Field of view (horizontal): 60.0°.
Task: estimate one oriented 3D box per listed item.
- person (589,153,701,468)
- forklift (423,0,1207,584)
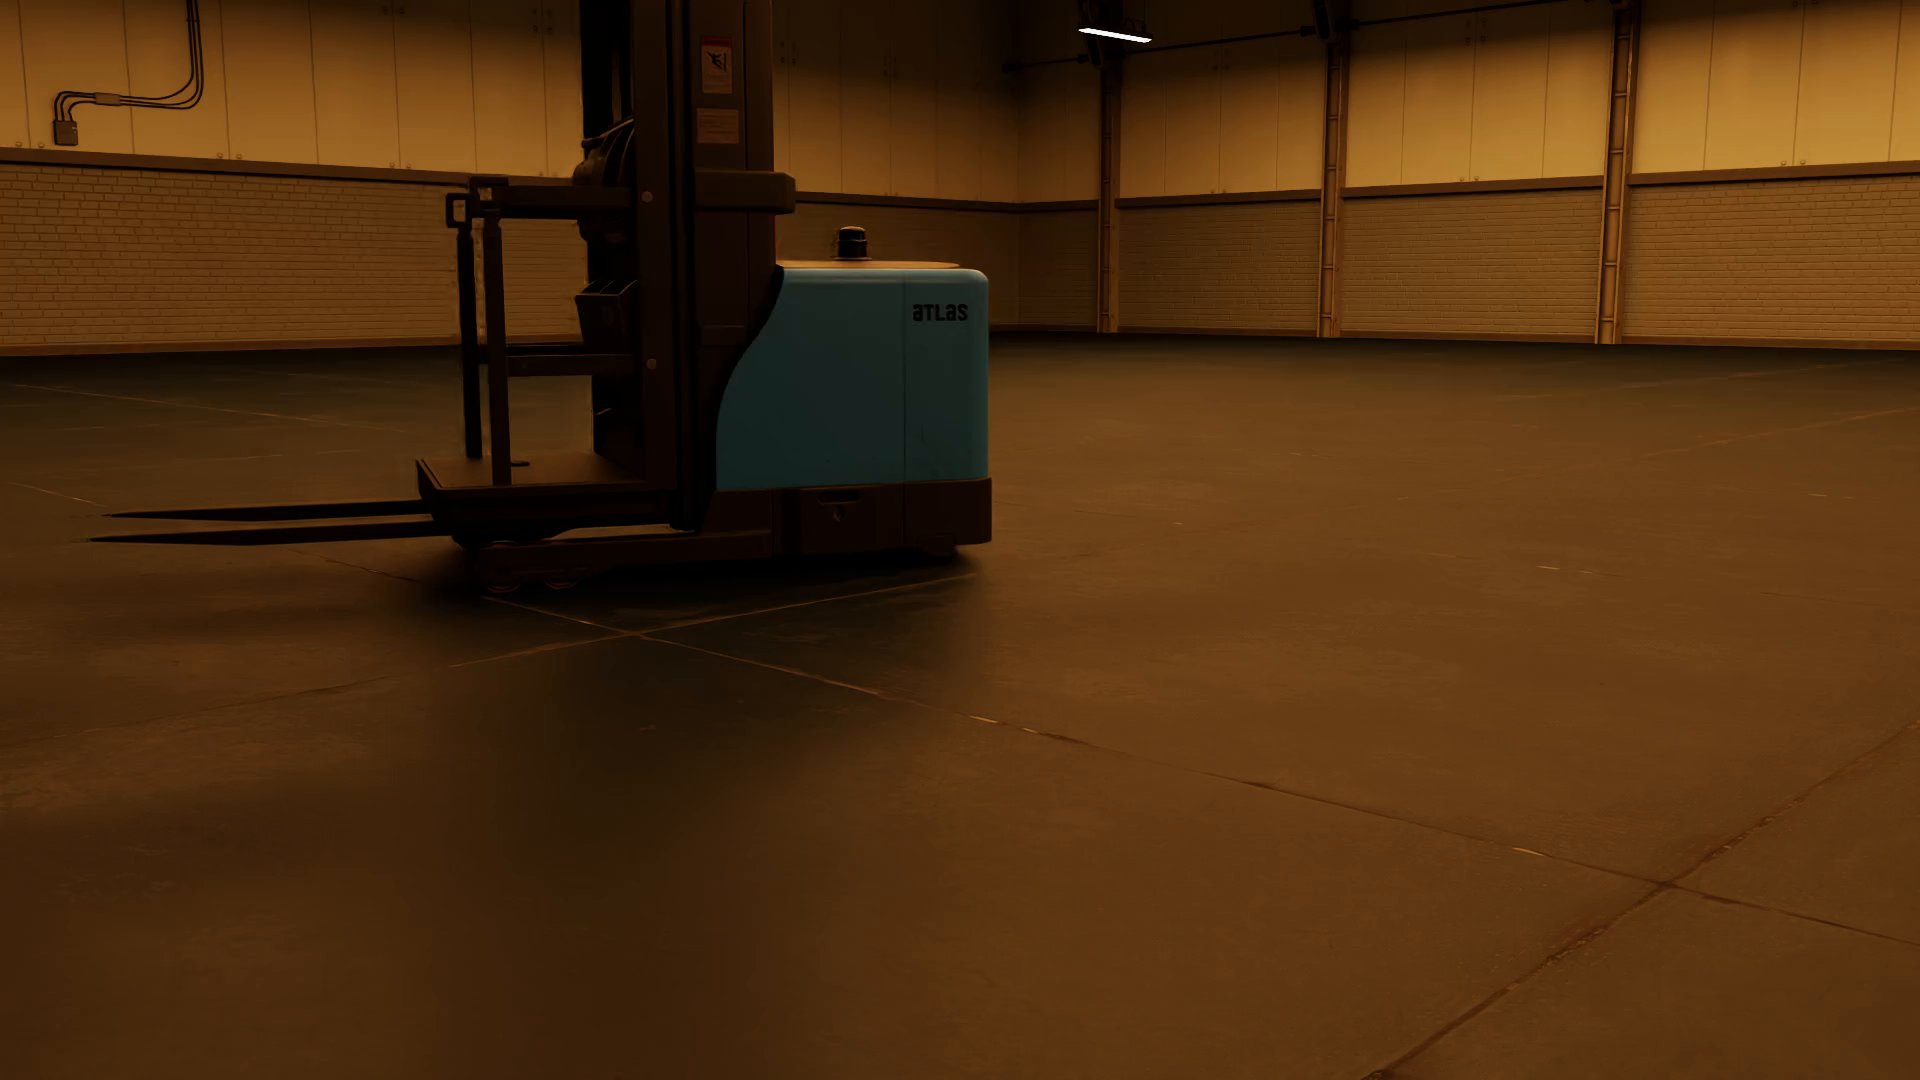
[{"bbox_3d":[-1.792,-1.277,9.385,0.649,1.775,0.478,-5,10,-30],"label":"person"},{"bbox_3d":[-0.425,-1.385,6.069,3.031,2.935,1.130,-7,11,-41],"label":"forklift"}]
